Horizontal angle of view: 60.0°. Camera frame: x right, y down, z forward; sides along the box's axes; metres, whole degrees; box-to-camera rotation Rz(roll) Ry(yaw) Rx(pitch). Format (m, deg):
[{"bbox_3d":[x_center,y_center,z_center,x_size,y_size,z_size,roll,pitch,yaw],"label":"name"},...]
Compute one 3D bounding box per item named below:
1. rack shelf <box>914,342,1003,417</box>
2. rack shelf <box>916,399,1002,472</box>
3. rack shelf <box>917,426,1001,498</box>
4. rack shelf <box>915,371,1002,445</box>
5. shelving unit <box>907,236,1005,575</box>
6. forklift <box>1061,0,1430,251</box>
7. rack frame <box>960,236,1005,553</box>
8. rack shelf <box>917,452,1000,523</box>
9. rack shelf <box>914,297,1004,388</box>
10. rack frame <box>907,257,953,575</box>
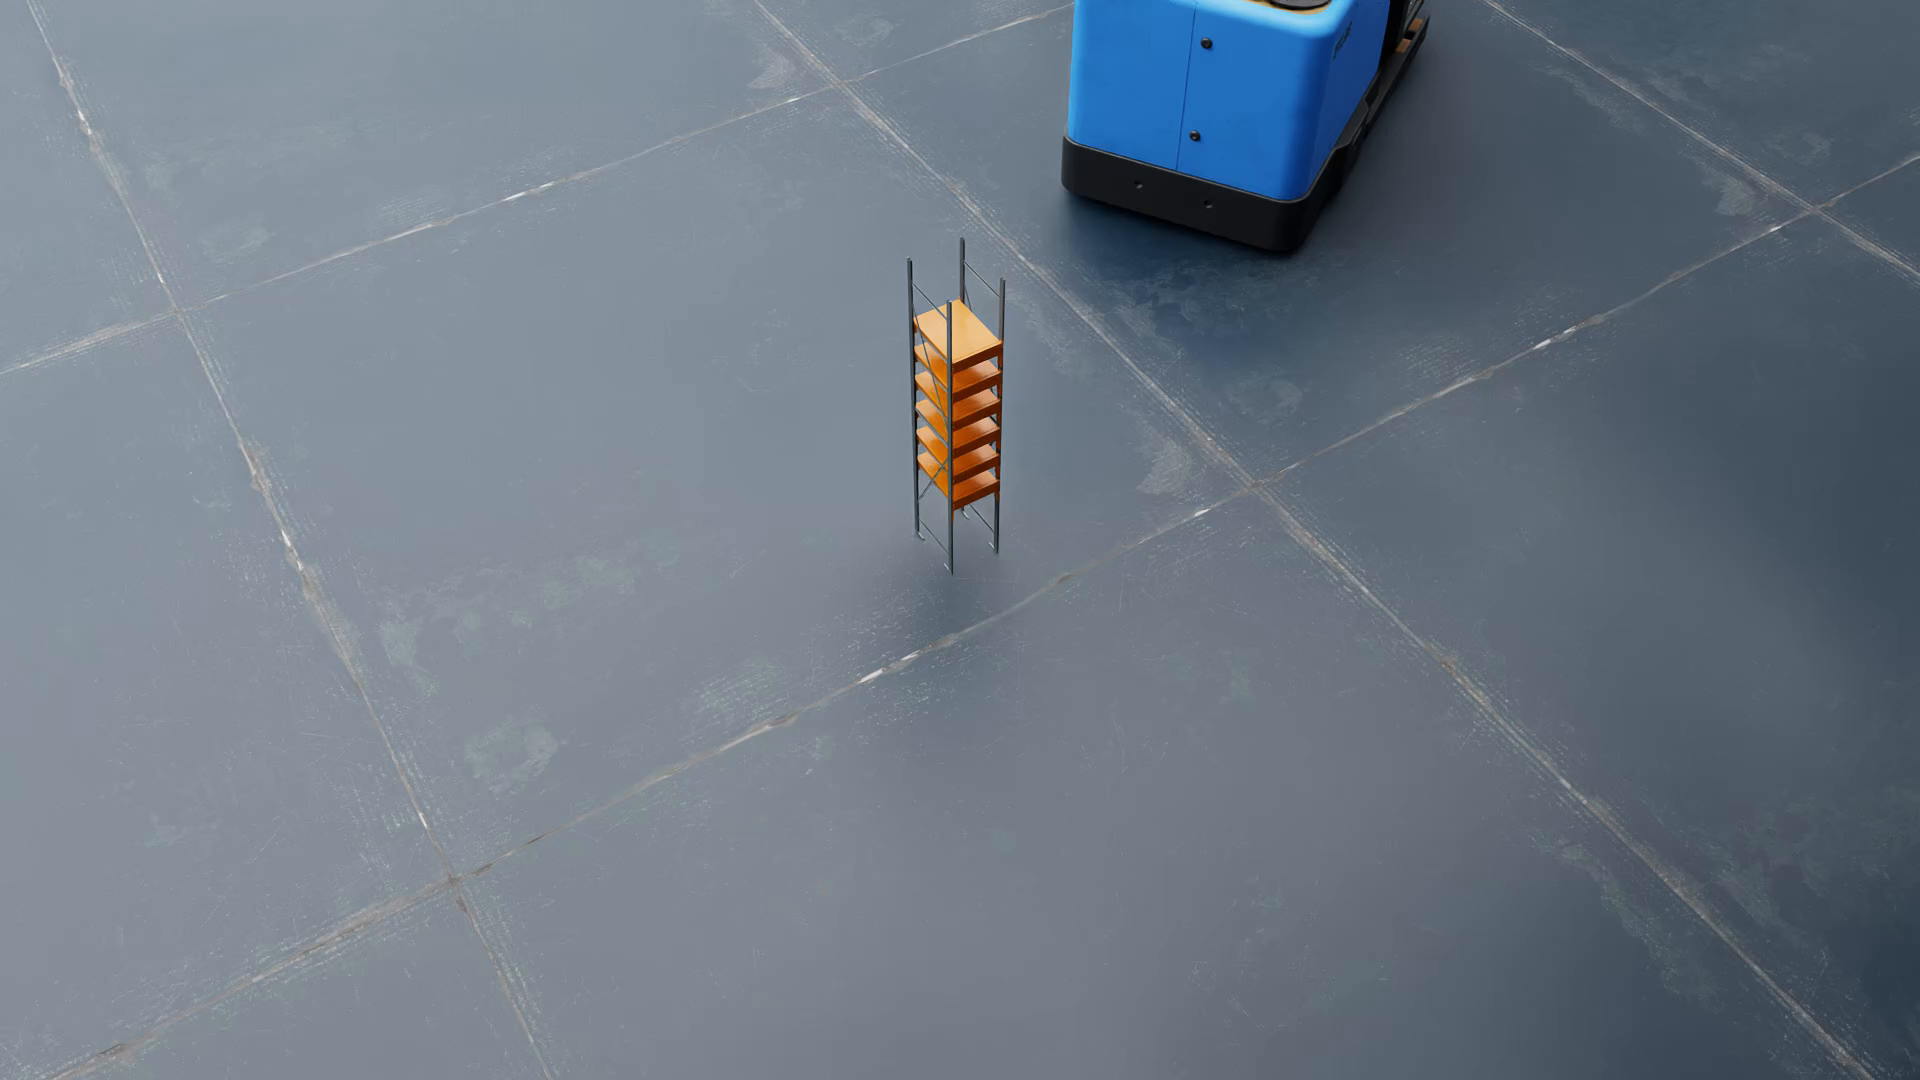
[{"bbox_3d":[-0.012,-0.523,5.151,0.180,0.103,0.258,-25,53,-21],"label":"rack shelf"},{"bbox_3d":[-0.012,-0.364,5.330,0.180,0.103,0.258,-25,53,-21],"label":"rack shelf"},{"bbox_3d":[-0.012,-0.284,5.420,0.180,0.103,0.258,-25,53,-21],"label":"rack shelf"},{"bbox_3d":[-0.012,-0.444,5.240,0.180,0.103,0.258,-25,53,-21],"label":"rack shelf"},{"bbox_3d":[-0.012,-0.393,5.297,0.189,1.200,0.258,-25,53,-21],"label":"shelving unit"},{"bbox_3d":[1.527,-3.248,6.680,1.130,2.935,3.031,20,51,17],"label":"forklift"},{"bbox_3d":[0.065,-0.430,5.329,0.006,1.200,0.240,-25,53,-21],"label":"rack frame"},{"bbox_3d":[-0.012,-0.204,5.509,0.180,0.103,0.258,-25,53,-21],"label":"rack shelf"},{"bbox_3d":[-0.012,-0.603,5.061,0.180,0.103,0.258,-25,53,-21],"label":"rack shelf"},{"bbox_3d":[-0.090,-0.357,5.264,0.006,1.200,0.240,-25,53,-21],"label":"rack frame"}]
